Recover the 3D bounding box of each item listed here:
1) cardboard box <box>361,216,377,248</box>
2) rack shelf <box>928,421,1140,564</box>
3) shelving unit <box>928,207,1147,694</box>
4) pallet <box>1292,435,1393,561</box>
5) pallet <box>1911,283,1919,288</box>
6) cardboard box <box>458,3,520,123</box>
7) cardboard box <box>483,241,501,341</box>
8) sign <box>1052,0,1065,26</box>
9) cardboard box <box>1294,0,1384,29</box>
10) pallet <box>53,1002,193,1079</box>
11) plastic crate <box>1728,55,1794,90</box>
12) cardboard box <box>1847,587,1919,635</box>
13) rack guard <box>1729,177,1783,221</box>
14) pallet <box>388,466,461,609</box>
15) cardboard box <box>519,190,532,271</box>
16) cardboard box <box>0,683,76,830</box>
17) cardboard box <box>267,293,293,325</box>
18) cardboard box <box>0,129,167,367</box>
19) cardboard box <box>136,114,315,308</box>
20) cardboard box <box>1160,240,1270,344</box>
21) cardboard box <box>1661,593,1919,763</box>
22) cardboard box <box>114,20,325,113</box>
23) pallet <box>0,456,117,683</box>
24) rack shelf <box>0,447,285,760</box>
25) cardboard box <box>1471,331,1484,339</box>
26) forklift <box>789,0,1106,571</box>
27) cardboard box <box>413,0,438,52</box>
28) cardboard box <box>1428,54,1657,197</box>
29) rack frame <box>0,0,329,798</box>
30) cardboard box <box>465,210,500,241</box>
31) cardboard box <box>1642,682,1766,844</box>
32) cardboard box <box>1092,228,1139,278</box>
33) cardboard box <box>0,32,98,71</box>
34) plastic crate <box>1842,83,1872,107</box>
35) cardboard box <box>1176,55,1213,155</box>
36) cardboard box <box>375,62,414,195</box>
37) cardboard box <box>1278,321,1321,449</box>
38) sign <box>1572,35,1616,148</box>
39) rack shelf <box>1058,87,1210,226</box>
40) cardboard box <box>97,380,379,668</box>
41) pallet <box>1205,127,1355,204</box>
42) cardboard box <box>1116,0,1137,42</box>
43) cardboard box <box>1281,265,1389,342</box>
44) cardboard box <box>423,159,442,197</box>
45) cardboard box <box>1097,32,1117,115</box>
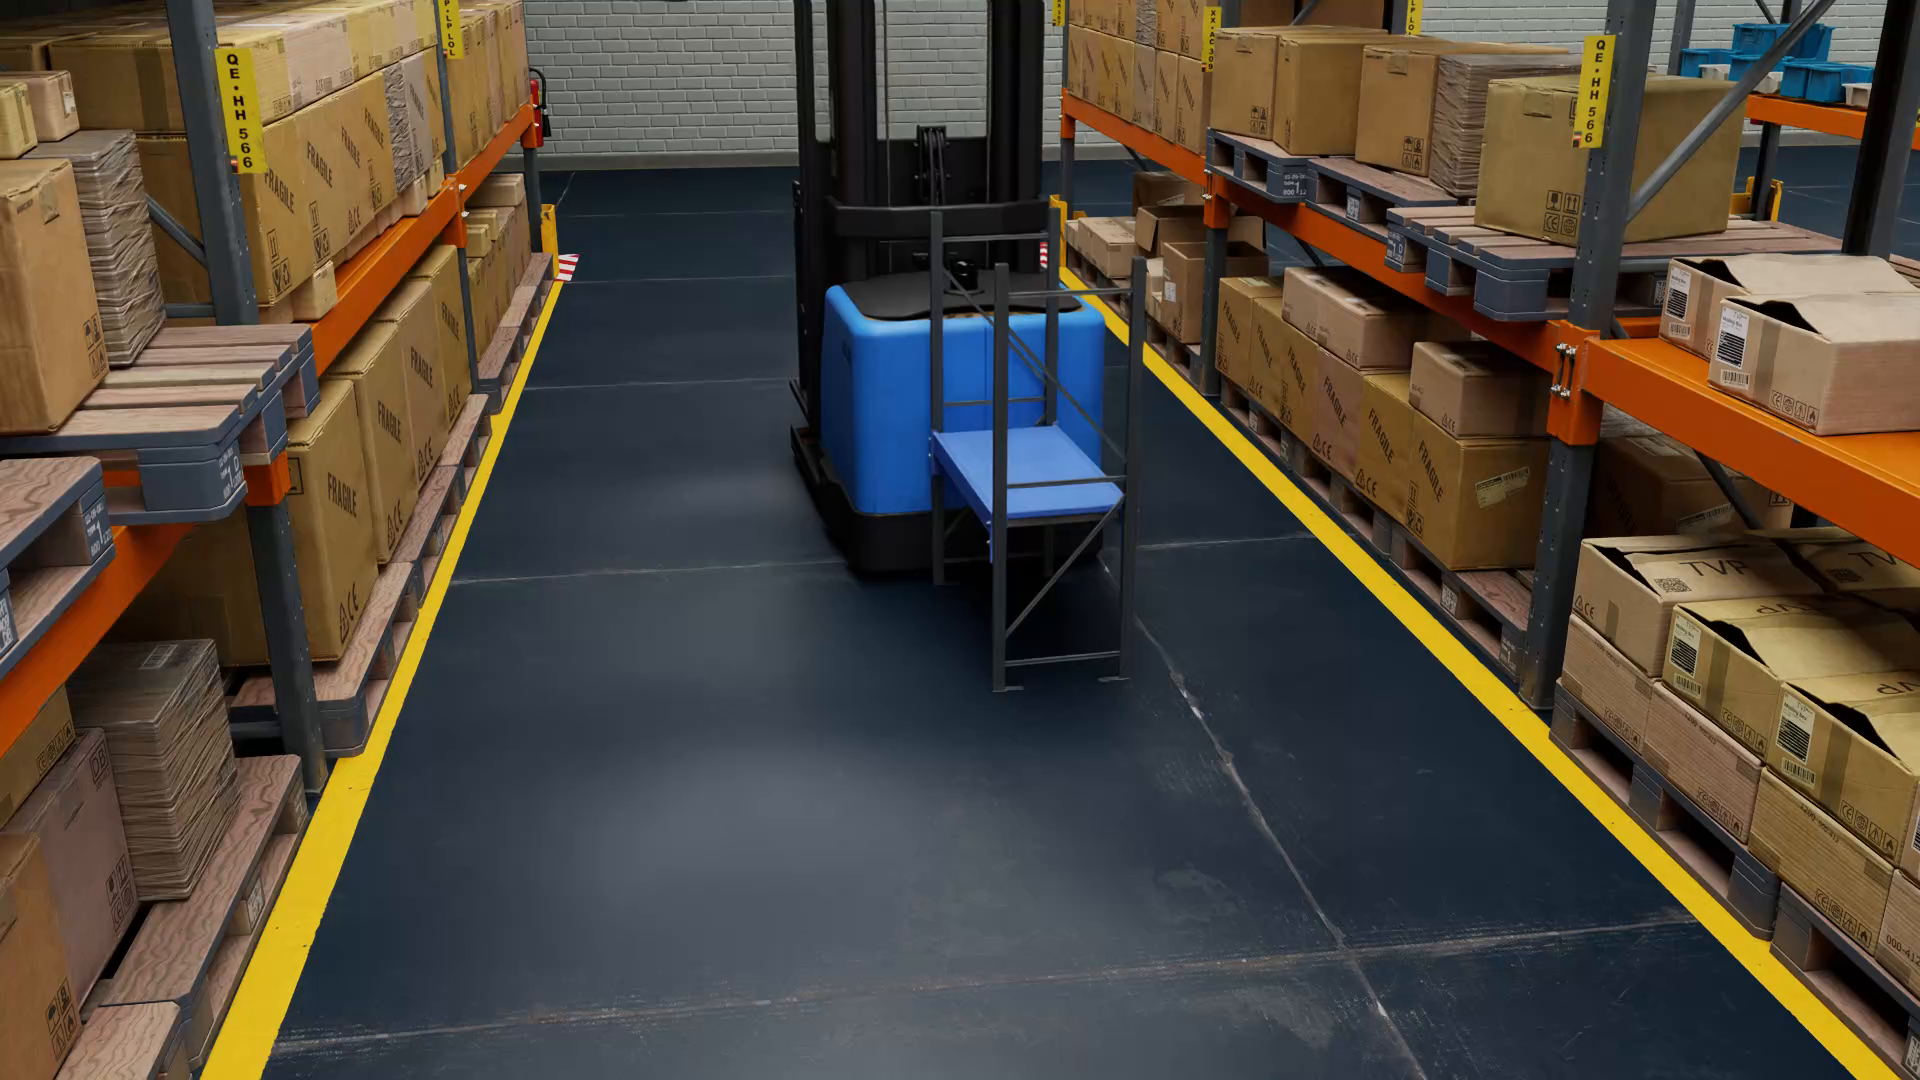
[{"bbox_3d":[-2.549,-1.253,6.614,0.380,0.149,0.250,-2,21,-6],"label":"cardboard box"},{"bbox_3d":[0.245,-0.196,6.110,0.538,0.185,1.000,-4,21,-12],"label":"rack shelf"},{"bbox_3d":[0.245,-0.364,6.047,0.538,1.500,1.048,-4,21,-12],"label":"shelving unit"},{"bbox_3d":[2.191,-0.240,7.558,1.003,0.211,1.213,-3,21,-8],"label":"pallet"},{"bbox_3d":[6.615,-1.445,10.783,1.003,0.211,1.213,-3,21,-8],"label":"pallet"},{"bbox_3d":[-3.422,-3.097,10.792,0.980,0.700,0.700,-3,21,-8],"label":"cardboard box"},{"bbox_3d":[-3.120,-1.463,9.818,0.700,0.500,0.500,-3,21,-8],"label":"cardboard box"},{"bbox_3d":[0.744,-4.013,12.436,0.100,0.325,0.005,-3,21,-8],"label":"sign"},{"bbox_3d":[2.068,-2.942,9.235,0.500,0.500,0.500,-2,21,-6],"label":"cardboard box"},{"bbox_3d":[-2.184,1.385,3.207,1.003,0.211,1.213,-3,21,-8],"label":"pallet"},{"bbox_3d":[5.987,-3.503,12.461,0.416,0.233,0.300,-3,21,-8],"label":"plastic crate"},{"bbox_3d":[2.834,0.312,4.621,0.500,0.311,0.500,-3,21,-9],"label":"cardboard box"},{"bbox_3d":[6.166,-2.720,13.784,1.175,0.500,0.348,-3,21,-8],"label":"rack guard"},{"bbox_3d":[-2.679,-0.006,6.930,1.003,0.211,1.213,-3,21,-8],"label":"pallet"},{"bbox_3d":[-3.421,-2.172,11.717,0.700,0.500,0.500,-3,21,-8],"label":"cardboard box"},{"bbox_3d":[-2.292,0.447,3.604,0.500,0.250,0.500,-3,21,-7],"label":"cardboard box"},{"bbox_3d":[-2.314,-0.719,5.184,0.380,0.149,0.250,-3,21,-7],"label":"cardboard box"},{"bbox_3d":[-2.390,-0.704,4.044,0.700,0.500,0.500,-5,21,-14],"label":"cardboard box"},{"bbox_3d":[-2.285,-0.990,4.984,0.500,0.500,0.500,-2,21,-6],"label":"cardboard box"},{"bbox_3d":[1.494,-1.468,9.803,0.500,0.500,0.500,-3,21,-8],"label":"cardboard box"},{"bbox_3d":[2.303,0.341,4.543,0.500,0.311,0.500,-3,21,-9],"label":"cardboard box"},{"bbox_3d":[-2.356,-1.517,5.322,0.500,0.250,0.500,-3,21,-9],"label":"cardboard box"},{"bbox_3d":[-2.142,0.159,2.776,1.003,0.211,1.213,-3,21,-8],"label":"pallet"},{"bbox_3d":[-2.179,0.416,2.844,1.077,0.370,4.000,-3,21,-8],"label":"rack shelf"},{"bbox_3d":[2.347,-0.783,7.970,0.500,0.500,0.500,-3,21,-7],"label":"cardboard box"},{"bbox_3d":[-0.227,-1.729,7.656,1.130,2.935,3.031,-4,21,-12],"label":"forklift"},{"bbox_3d":[-2.724,-2.397,7.678,0.500,0.250,0.500,-2,21,-6],"label":"cardboard box"},{"bbox_3d":[2.288,-1.647,6.596,0.700,0.500,0.500,1,20,2],"label":"cardboard box"},{"bbox_3d":[-2.468,-0.614,4.572,1.000,3.000,0.127,-3,21,-8],"label":"rack frame"},{"bbox_3d":[-2.995,-1.901,10.064,0.380,0.149,0.250,-4,21,-9],"label":"cardboard box"},{"bbox_3d":[2.292,0.597,4.661,0.500,0.250,0.500,-3,21,-9],"label":"cardboard box"},{"bbox_3d":[1.222,-2.004,11.596,0.500,0.250,0.500,-3,21,-8],"label":"cardboard box"},{"bbox_3d":[-2.790,-1.305,4.754,0.500,0.250,0.500,-2,21,-6],"label":"cardboard box"},{"bbox_3d":[6.211,-2.991,11.228,0.293,0.136,0.466,-3,21,-8],"label":"plastic crate"},{"bbox_3d":[1.531,-2.457,9.364,0.500,0.500,0.500,-3,21,-7],"label":"cardboard box"},{"bbox_3d":[-2.581,-1.697,6.875,0.500,0.500,0.500,-3,21,-8],"label":"cardboard box"},{"bbox_3d":[1.838,-0.748,7.875,0.500,0.500,0.500,-3,21,-7],"label":"cardboard box"},{"bbox_3d":[1.898,-1.340,4.974,0.100,0.325,0.005,-3,21,-8],"label":"sign"},{"bbox_3d":[1.569,-2.605,10.933,1.077,0.370,4.000,-3,21,-8],"label":"rack shelf"},{"bbox_3d":[-2.444,-0.065,5.574,0.750,0.750,0.750,-3,21,-8],"label":"cardboard box"},{"bbox_3d":[1.864,-1.878,8.231,1.003,0.211,1.213,-3,21,-8],"label":"pallet"},{"bbox_3d":[1.308,-3.453,10.603,0.500,0.500,0.500,-3,21,-8],"label":"cardboard box"},{"bbox_3d":[1.830,-1.110,7.774,0.500,0.250,0.500,-3,21,-8],"label":"cardboard box"},{"bbox_3d":[-2.656,-1.701,7.815,0.380,0.149,0.250,-3,21,-7],"label":"cardboard box"},{"bbox_3d":[1.233,-3.162,11.253,0.500,0.500,0.500,-3,21,-8],"label":"cardboard box"}]
